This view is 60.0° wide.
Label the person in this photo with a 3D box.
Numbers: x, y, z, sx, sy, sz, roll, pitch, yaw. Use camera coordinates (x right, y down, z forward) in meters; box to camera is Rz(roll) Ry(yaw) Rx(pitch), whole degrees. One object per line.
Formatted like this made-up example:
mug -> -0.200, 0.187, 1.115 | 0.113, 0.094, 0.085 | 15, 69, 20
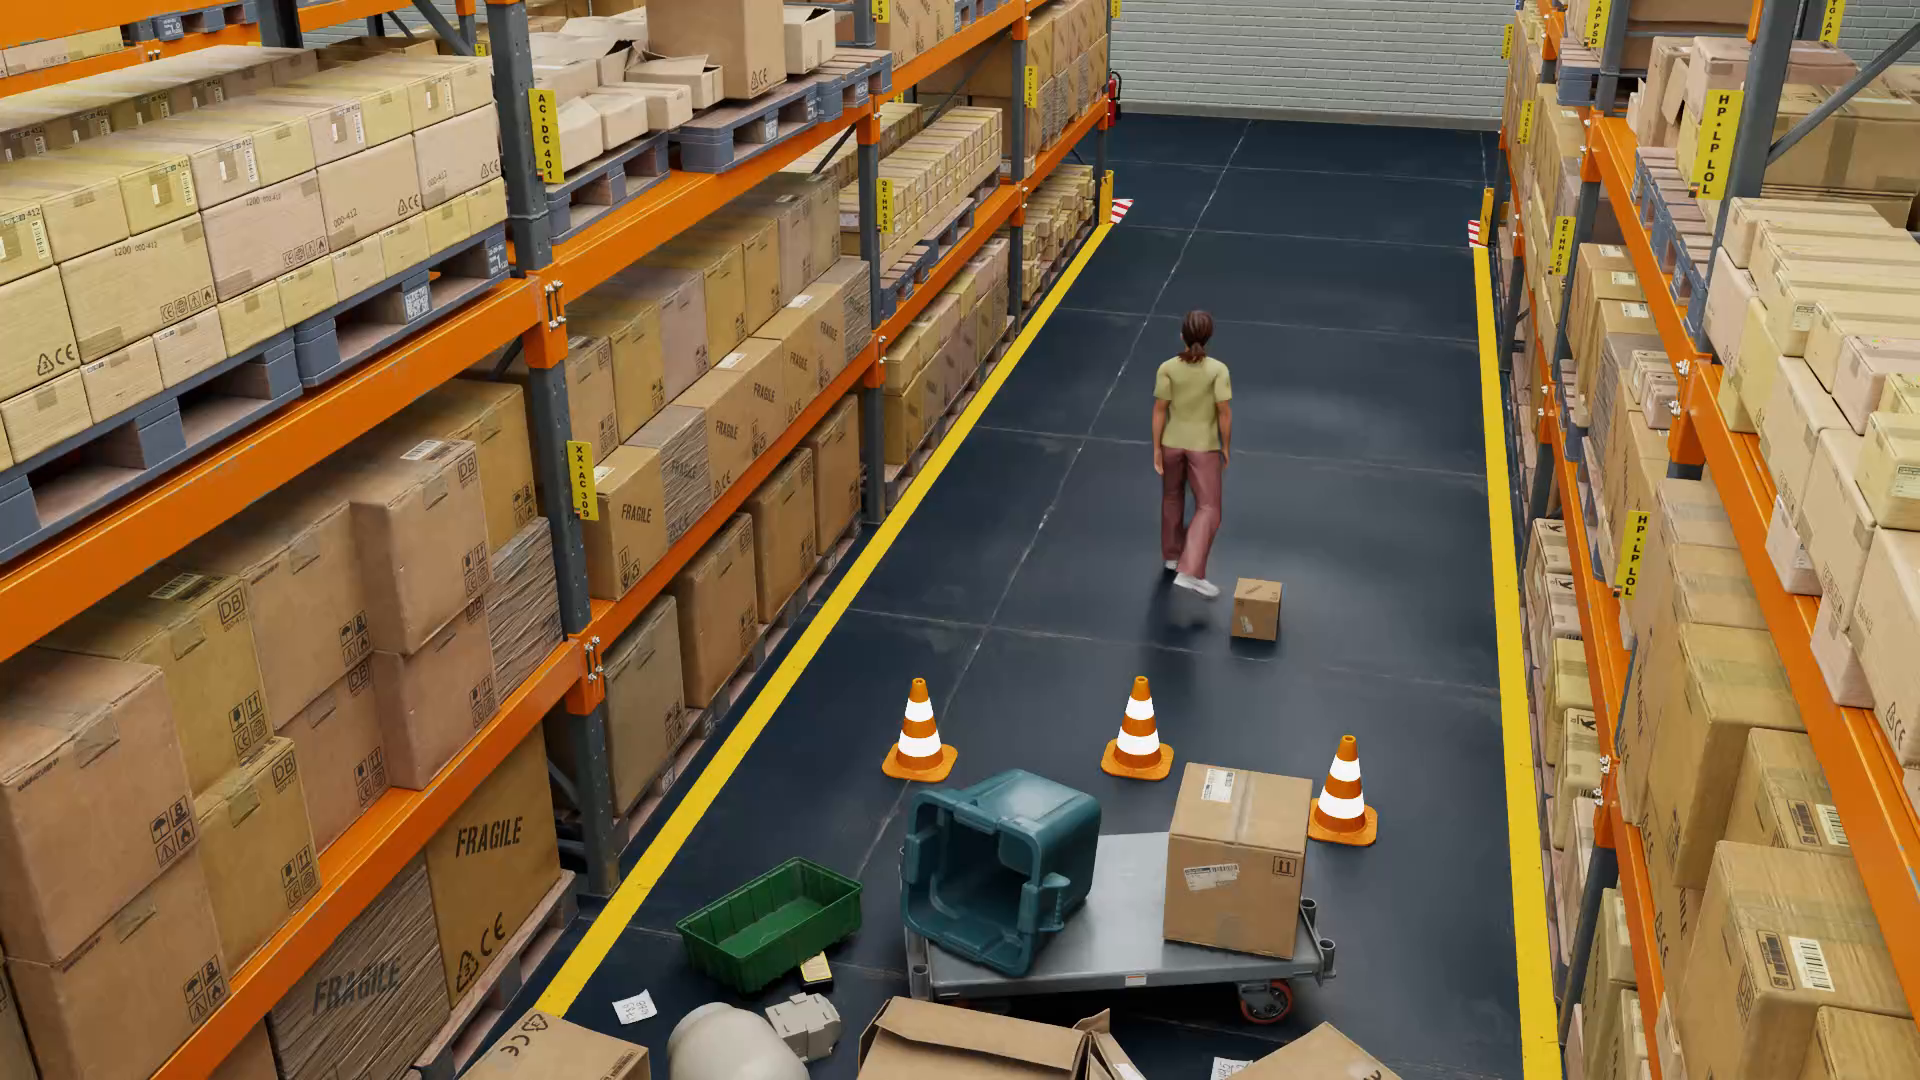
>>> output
person -> 1.349, -0.494, 9.639 | 0.513, 1.652, 0.873 | 9, 27, 18
